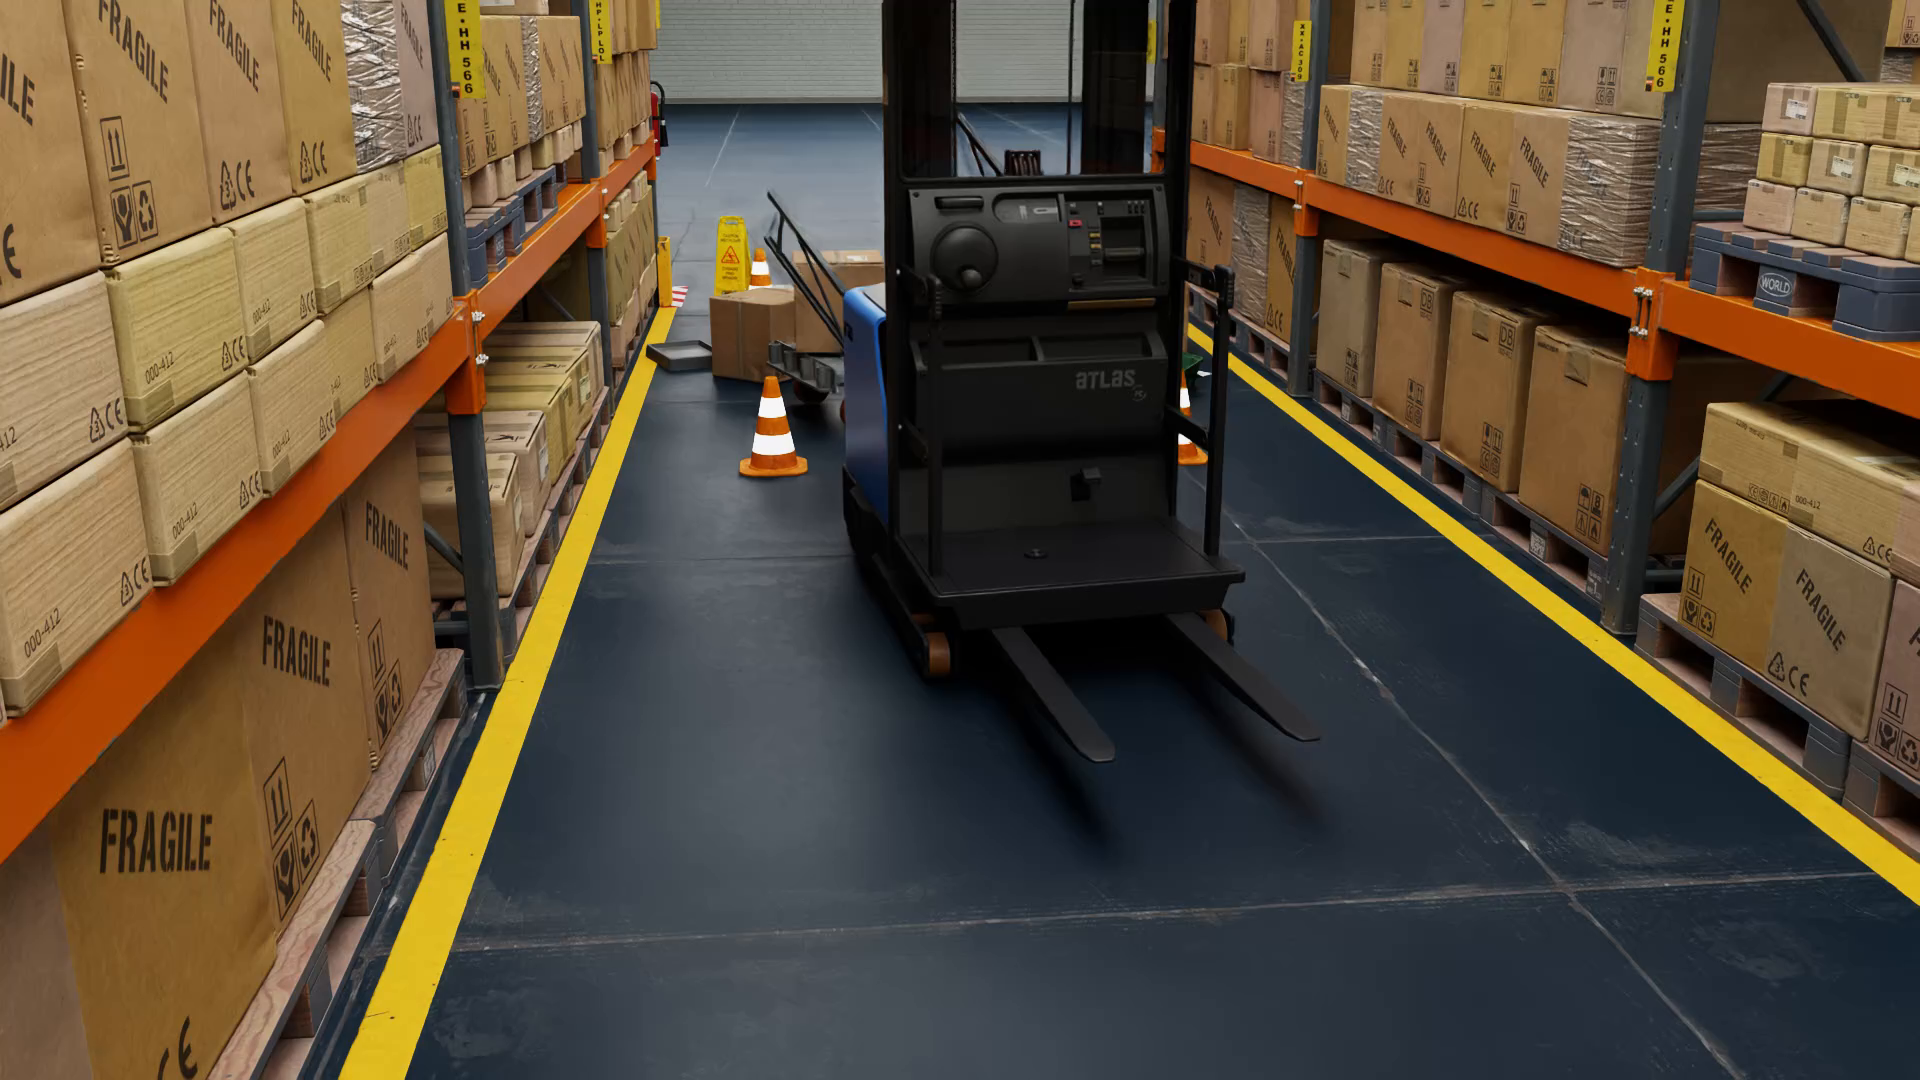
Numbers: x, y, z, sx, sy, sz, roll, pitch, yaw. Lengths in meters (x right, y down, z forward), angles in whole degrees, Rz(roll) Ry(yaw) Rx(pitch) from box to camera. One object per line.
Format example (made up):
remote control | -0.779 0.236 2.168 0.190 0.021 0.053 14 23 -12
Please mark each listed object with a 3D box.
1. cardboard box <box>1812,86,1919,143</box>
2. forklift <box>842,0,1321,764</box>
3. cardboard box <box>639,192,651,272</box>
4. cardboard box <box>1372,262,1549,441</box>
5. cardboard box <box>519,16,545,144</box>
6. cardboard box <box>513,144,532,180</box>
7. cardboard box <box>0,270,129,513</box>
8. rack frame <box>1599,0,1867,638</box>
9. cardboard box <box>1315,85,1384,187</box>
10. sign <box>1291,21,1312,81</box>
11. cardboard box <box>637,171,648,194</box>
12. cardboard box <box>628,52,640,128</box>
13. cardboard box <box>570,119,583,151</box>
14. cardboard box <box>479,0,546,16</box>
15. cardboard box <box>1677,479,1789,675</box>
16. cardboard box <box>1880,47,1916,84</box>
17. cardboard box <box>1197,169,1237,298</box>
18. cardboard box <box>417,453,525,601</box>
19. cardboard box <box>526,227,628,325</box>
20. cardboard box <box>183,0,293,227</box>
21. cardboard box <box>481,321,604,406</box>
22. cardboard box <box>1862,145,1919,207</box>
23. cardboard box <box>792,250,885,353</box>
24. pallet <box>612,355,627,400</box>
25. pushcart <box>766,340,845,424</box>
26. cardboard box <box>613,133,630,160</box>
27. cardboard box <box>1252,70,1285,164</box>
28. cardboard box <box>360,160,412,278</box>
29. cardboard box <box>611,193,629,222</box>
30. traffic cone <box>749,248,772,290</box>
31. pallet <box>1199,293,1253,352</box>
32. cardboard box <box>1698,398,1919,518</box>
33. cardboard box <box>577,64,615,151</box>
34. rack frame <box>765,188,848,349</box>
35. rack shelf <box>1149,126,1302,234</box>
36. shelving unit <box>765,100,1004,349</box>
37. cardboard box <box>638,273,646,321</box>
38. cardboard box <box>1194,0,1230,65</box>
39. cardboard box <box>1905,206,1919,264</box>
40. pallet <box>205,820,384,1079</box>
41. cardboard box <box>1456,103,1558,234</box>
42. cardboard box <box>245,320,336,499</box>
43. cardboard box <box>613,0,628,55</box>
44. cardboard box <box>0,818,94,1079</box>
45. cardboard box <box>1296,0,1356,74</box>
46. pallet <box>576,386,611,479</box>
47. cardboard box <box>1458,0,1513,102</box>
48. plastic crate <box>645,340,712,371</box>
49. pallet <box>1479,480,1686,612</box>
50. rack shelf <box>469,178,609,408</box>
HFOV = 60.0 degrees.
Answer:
cardboard box | 2.757 -1.250 4.876 0.380 0.149 0.250 -2 18 -7
forklift | 0.335 -1.048 5.621 1.130 2.935 3.031 -4 18 -13
cardboard box | -2.467 -2.170 11.719 0.500 0.500 0.500 -1 17 -4
cardboard box | 2.709 -0.958 8.277 1.050 0.750 0.750 -2 18 -6
cardboard box | -2.023 -1.920 6.919 0.500 0.500 0.500 -2 18 -8
cardboard box | -2.008 -1.592 6.960 0.380 0.149 0.250 -1 17 -4
cardboard box | -1.475 -0.196 2.209 0.500 0.250 0.500 -2 17 -5
rack frame | 2.872 -1.109 5.703 1.000 3.000 0.127 -2 18 -6
cardboard box | 2.246 -2.184 8.958 0.500 0.500 0.500 -2 17 -5
sign | 1.908 -2.734 9.301 0.100 0.325 0.005 -2 18 -6
cardboard box | -2.420 -2.528 11.775 0.380 0.149 0.250 -1 17 -4
cardboard box | -2.441 -3.048 11.213 0.500 0.500 0.500 -2 18 -6
cardboard box | -2.126 -2.054 8.429 0.380 0.149 0.250 -2 17 -5
cardboard box | -2.046 -2.401 7.369 0.380 0.149 0.250 -3 18 -8
cardboard box | 2.691 0.102 5.318 0.500 0.500 0.500 -3 18 -8
cardboard box | 7.200 -3.345 12.161 0.875 0.500 0.500 -2 18 -6
cardboard box | 2.275 -2.217 12.078 0.875 0.875 0.875 -2 18 -7
cardboard box | -2.089 -0.042 5.987 0.950 0.372 0.625 -3 18 -9
cardboard box | -2.246 -1.548 9.739 0.500 0.500 0.500 -1 17 -3
cardboard box | -1.577 -0.853 3.051 0.500 0.500 0.500 -2 18 -7
cardboard box | -2.397 -0.908 8.749 0.950 0.372 0.625 -2 17 -5
cardboard box | 2.783 -1.021 4.644 0.380 0.149 0.250 -2 18 -7
cardboard box | -0.686 -1.351 9.380 0.500 0.500 0.500 -2 18 -6
pallet | -2.558 -0.987 9.967 1.003 0.211 1.213 -2 18 -6
pushcart | -0.191 -0.952 9.580 1.648 0.377 0.936 -8 19 -25
cardboard box | -2.290 -2.483 10.499 0.380 0.149 0.250 -2 18 -5
cardboard box | 2.330 -2.645 10.345 0.875 0.550 0.550 -2 18 -6
cardboard box | -1.682 -0.804 4.146 0.500 0.250 0.500 -2 18 -7
cardboard box | -2.254 -2.050 10.254 0.380 0.149 0.250 -1 17 -4
traffic cone | -1.539 -2.011 12.810 0.336 0.463 0.334 -2 18 -6
pallet | 2.330 -1.564 11.806 1.003 0.211 1.213 -2 18 -6
cardboard box | 2.702 -0.262 5.224 0.500 0.250 0.500 -3 18 -8
cardboard box | -2.222 -2.447 9.301 0.500 0.500 0.500 -2 18 -6
rack frame | -0.497 -0.983 7.971 0.032 1.500 0.500 -33 -10 -17
rack shelf | 2.253 -2.554 11.504 1.077 0.370 4.000 -2 18 -6
shelving unit | -0.089 -1.248 8.118 1.048 1.500 0.538 -33 -10 -17
cardboard box | -2.410 -1.655 11.331 0.500 0.250 0.500 -2 18 -8
cardboard box | 2.118 -3.636 11.697 0.875 0.550 0.550 -2 18 -6
cardboard box | 2.803 -0.810 4.466 0.380 0.149 0.250 -1 17 -3
pallet | -1.912 1.004 3.627 1.003 0.211 1.213 -2 18 -6
cardboard box | 2.457 -1.580 7.037 0.500 0.500 0.500 -2 18 -7
cardboard box | -1.546 -0.259 3.244 0.500 0.250 0.500 -2 18 -7
cardboard box | -2.314 -3.075 9.632 0.700 0.500 0.500 -2 18 -5
cardboard box | -1.772 0.897 2.159 0.875 0.875 0.875 -1 17 -4
cardboard box | 2.456 -2.999 9.668 0.875 0.550 0.550 -2 18 -6
pallet | -2.372 -0.556 8.595 1.003 0.211 1.213 -2 18 -6
cardboard box | 2.674 -2.224 7.416 0.700 0.500 0.500 -2 18 -6
plastic crate | -1.800 -1.218 10.923 0.402 0.080 0.583 -8 19 -25
pallet | 2.866 -0.016 6.876 1.003 0.211 1.213 -2 18 -6
rack shelf | -2.247 -1.179 7.125 1.077 0.370 4.000 -2 18 -6
